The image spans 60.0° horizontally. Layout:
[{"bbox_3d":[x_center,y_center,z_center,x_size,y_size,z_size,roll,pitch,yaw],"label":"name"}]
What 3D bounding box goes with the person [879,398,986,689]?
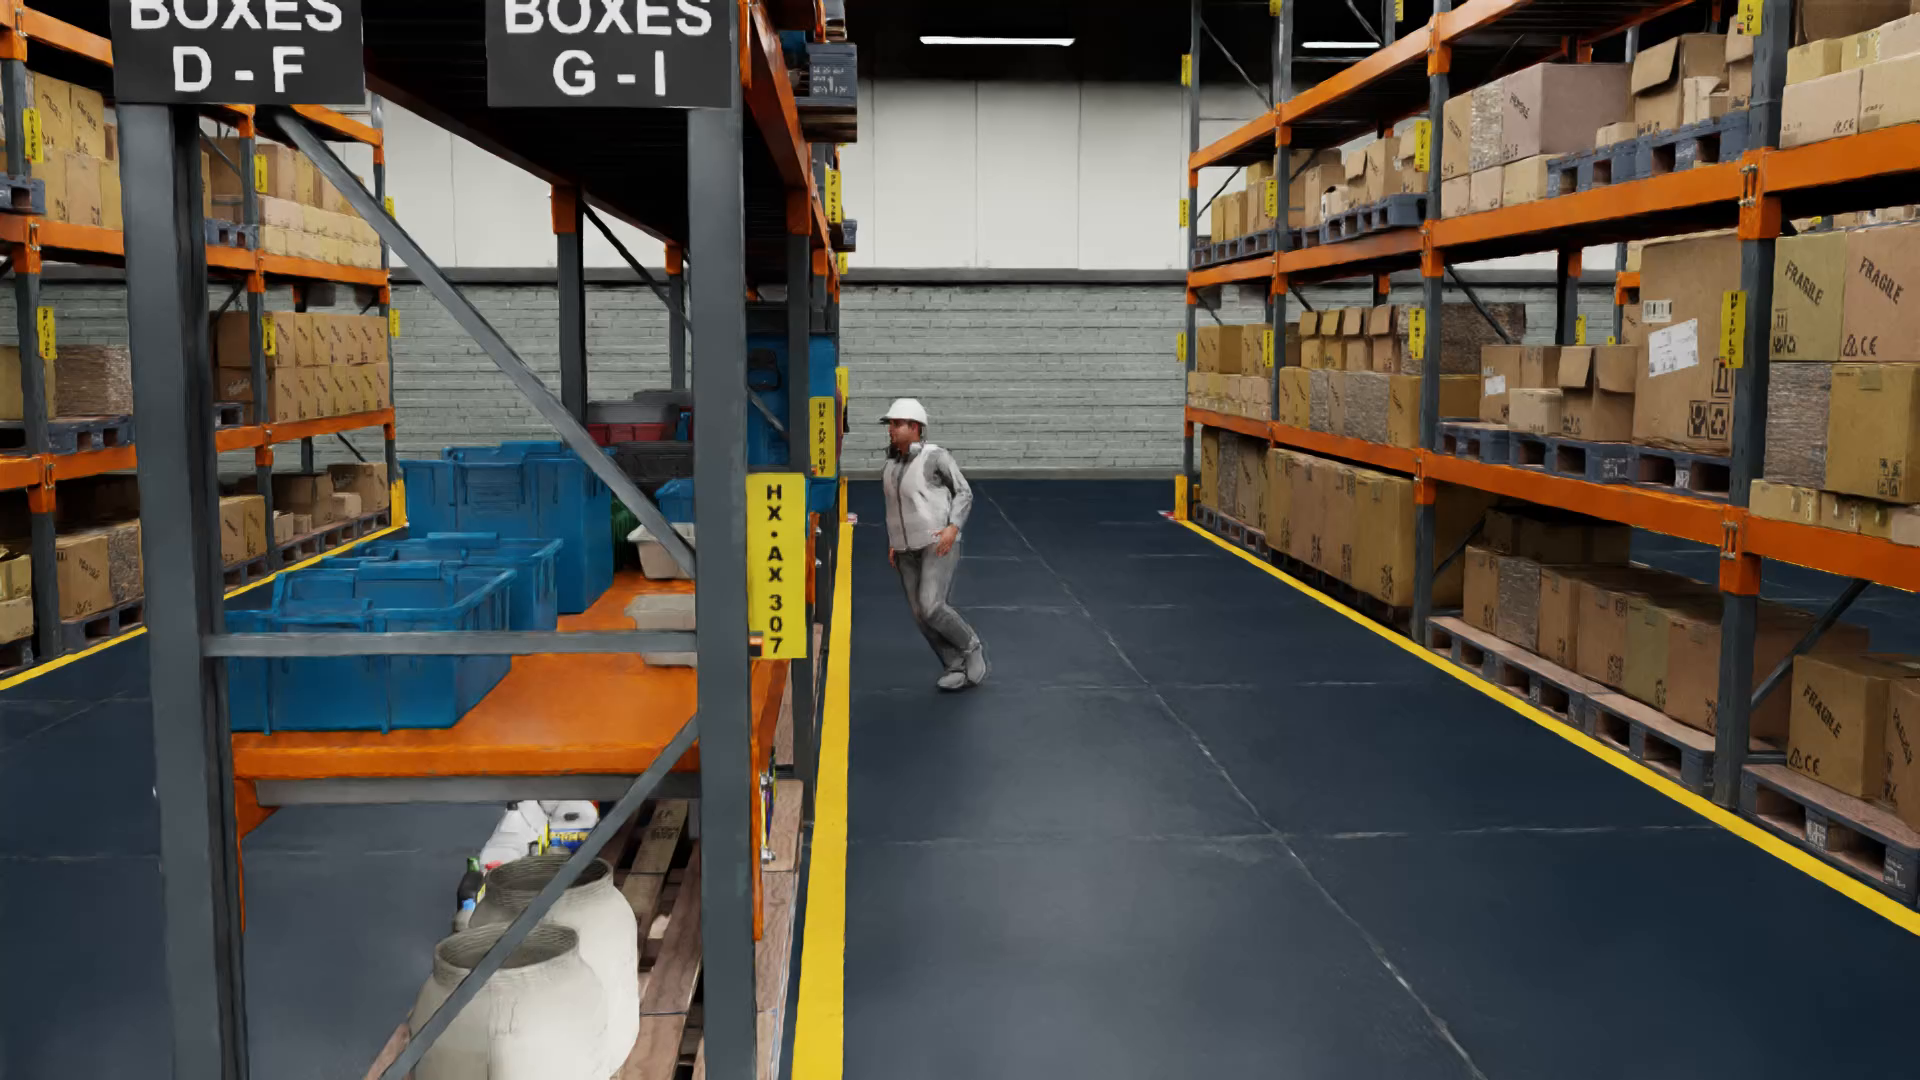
[{"bbox_3d":[-0.206,0.019,9.768,0.702,1.698,0.483,5,8,34],"label":"person"}]
